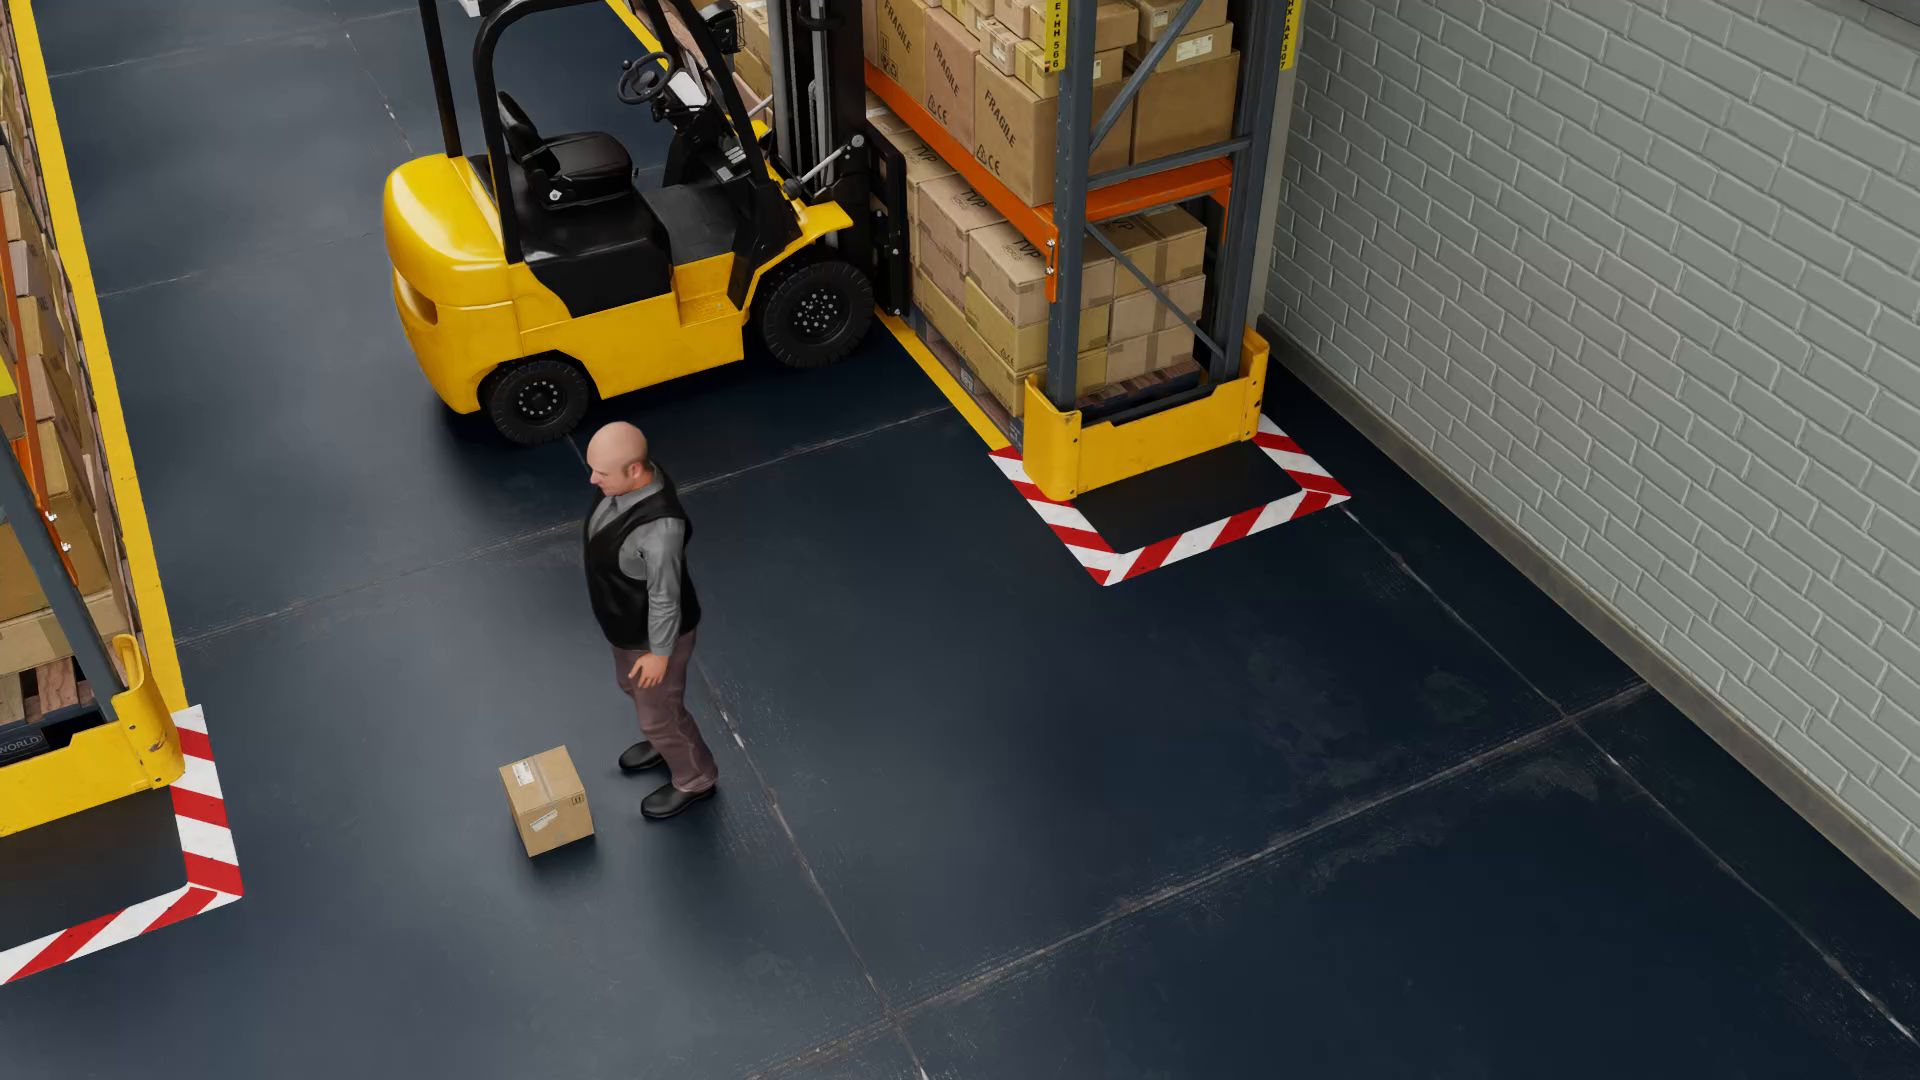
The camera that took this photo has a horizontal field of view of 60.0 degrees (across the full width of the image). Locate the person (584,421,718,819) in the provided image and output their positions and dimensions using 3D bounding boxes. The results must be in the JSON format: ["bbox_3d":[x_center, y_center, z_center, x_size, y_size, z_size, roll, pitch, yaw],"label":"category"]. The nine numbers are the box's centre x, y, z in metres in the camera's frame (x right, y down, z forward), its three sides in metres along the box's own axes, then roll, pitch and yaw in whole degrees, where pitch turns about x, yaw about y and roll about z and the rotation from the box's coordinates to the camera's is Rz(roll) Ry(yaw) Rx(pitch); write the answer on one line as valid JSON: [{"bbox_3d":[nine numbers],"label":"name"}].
[{"bbox_3d":[-1.097,0.286,5.857,0.357,1.713,0.534,-18,44,-20],"label":"person"}]
